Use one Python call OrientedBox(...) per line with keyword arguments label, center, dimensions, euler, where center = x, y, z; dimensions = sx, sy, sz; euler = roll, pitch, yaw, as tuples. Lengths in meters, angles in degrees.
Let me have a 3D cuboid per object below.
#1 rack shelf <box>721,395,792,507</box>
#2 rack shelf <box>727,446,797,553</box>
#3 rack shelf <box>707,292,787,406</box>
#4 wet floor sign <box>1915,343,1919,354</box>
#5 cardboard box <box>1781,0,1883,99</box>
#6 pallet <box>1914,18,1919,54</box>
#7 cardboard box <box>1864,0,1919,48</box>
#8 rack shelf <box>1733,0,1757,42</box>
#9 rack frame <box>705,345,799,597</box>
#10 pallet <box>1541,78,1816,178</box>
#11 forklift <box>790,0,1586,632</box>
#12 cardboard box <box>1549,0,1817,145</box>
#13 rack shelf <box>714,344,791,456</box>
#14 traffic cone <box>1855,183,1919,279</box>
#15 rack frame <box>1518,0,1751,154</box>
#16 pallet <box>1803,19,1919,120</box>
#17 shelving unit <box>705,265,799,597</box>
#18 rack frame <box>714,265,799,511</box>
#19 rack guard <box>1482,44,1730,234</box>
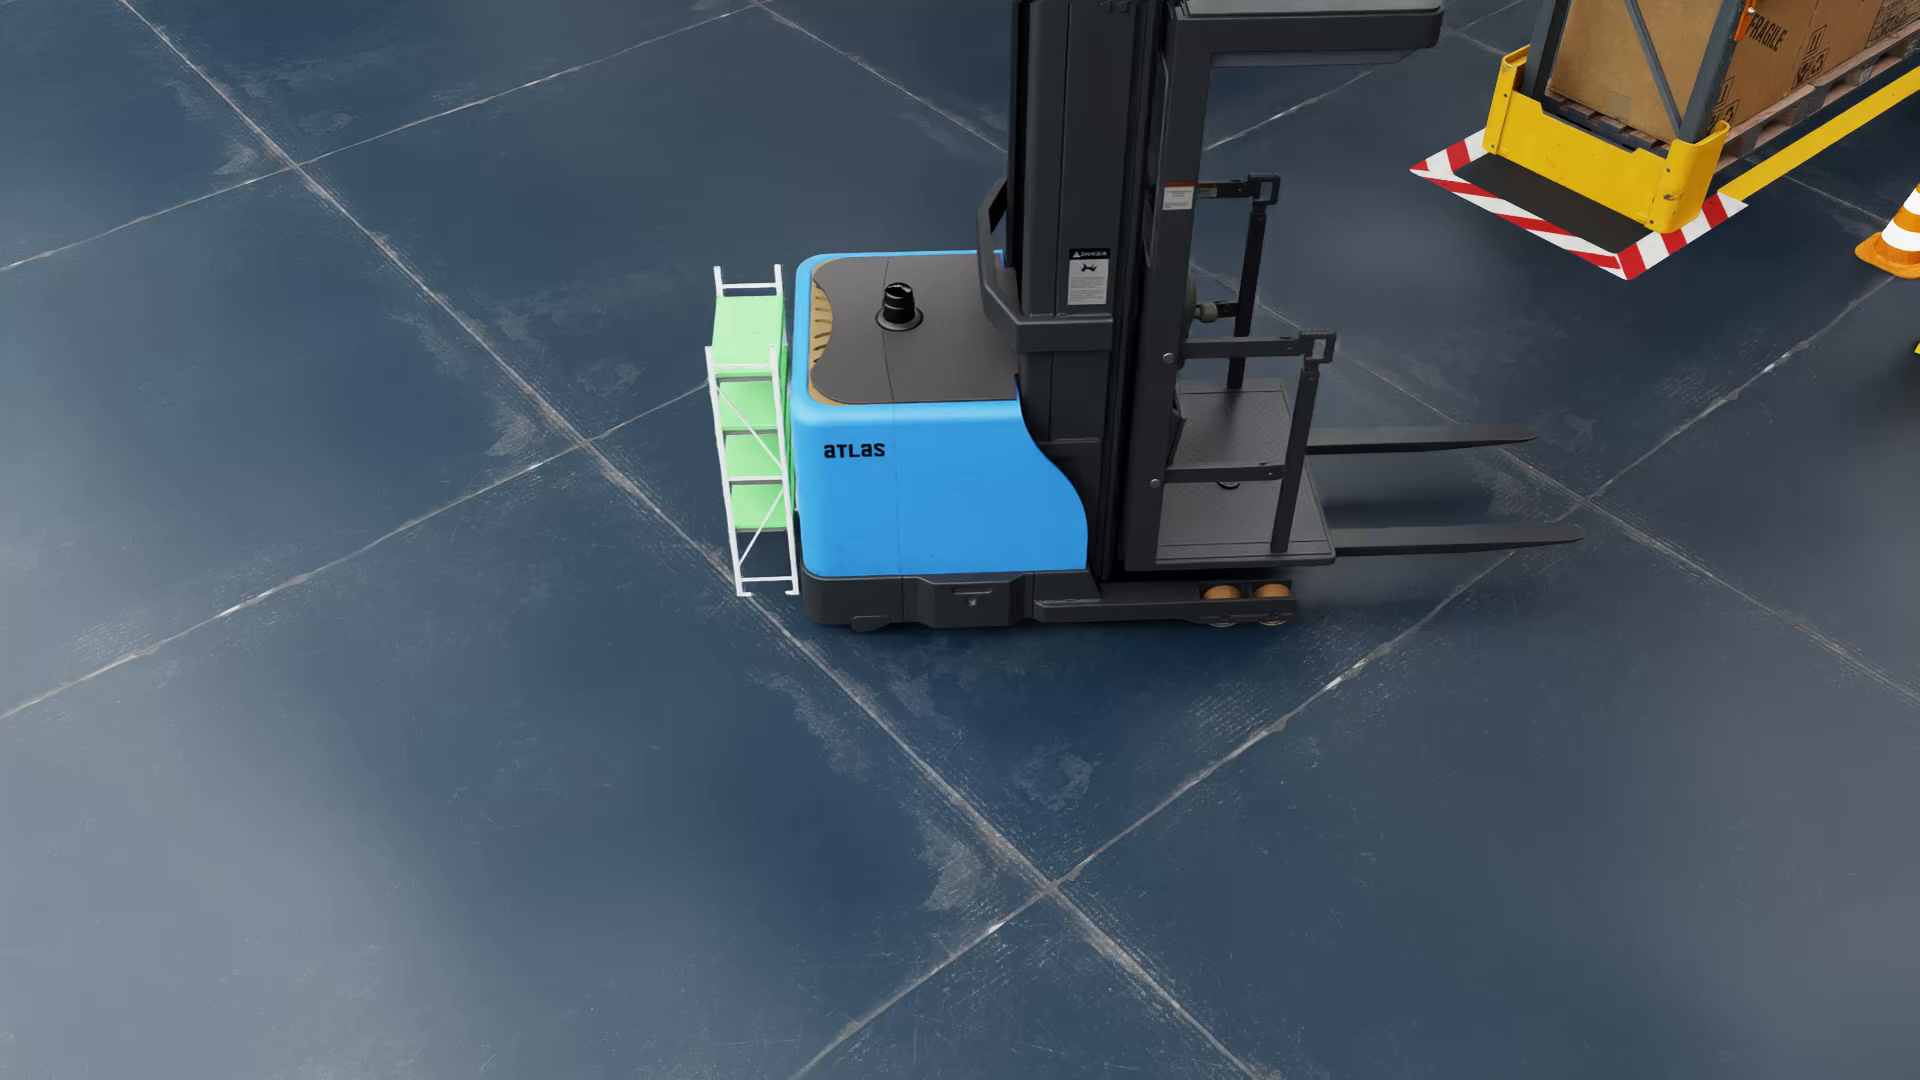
OrientedBox(label="rack shelf", center=(-0.763, -0.345, 6.334), dimensions=(0.258, 0.148, 0.480), euler=(-2, 43, -2))
OrientedBox(label="rack shelf", center=(-0.763, -0.170, 6.498), dimensions=(0.258, 0.148, 0.480), euler=(-2, 43, -2))
OrientedBox(label="rack shelf", center=(-0.764, -0.695, 6.005), dimensions=(0.258, 0.148, 0.480), euler=(-2, 43, -2))
OrientedBox(label="wet floor sign", center=(4.580, -1.103, 7.453), dimensions=(0.267, 0.644, 0.232), euler=(30, 51, 28))
OrientedBox(label="cardboard box", center=(4.483, -3.112, 9.118), dimensions=(0.875, 0.875, 0.875), euler=(-31, 51, -28))
OrientedBox(label="pallet", center=(5.766, -3.461, 10.281), dimensions=(1.213, 0.211, 1.003), euler=(-30, 51, -28))
OrientedBox(label="cardboard box", center=(5.183, -3.512, 9.543), dimensions=(0.875, 0.875, 0.875), euler=(-29, 51, -28))
OrientedBox(label="rack shelf", center=(4.866, -3.630, 8.949), dimensions=(4.000, 0.370, 1.077), euler=(-30, 51, -28))
OrientedBox(label="rack frame", center=(-0.752, -0.225, 6.113), dimensions=(0.240, 1.200, 0.015), euler=(-2, 43, -2))
OrientedBox(label="pallet", center=(3.895, -2.389, 9.140), dimensions=(1.213, 0.211, 1.003), euler=(-30, 51, -28))
OrientedBox(label="forklift", center=(0.896, -1.097, 5.777), dimensions=(3.031, 2.935, 1.130), euler=(-2, 43, -2))
OrientedBox(label="cardboard box", center=(3.809, -2.725, 8.706), dimensions=(0.875, 0.875, 0.875), euler=(-29, 51, -28))
OrientedBox(label="rack shelf", center=(-0.764, -0.520, 6.170), dimensions=(0.258, 0.148, 0.480), euler=(-2, 43, -2))
OrientedBox(label="traffic cone", center=(4.650, -1.577, 8.091), dimensions=(0.334, 0.463, 0.336), euler=(-30, 51, -28))
OrientedBox(label="rack frame", center=(3.332, -3.014, 7.768), dimensions=(0.127, 3.000, 1.000), euler=(-30, 51, -28))
OrientedBox(label="pallet", center=(4.830, -2.923, 9.708), dimensions=(1.213, 0.211, 1.003), euler=(-30, 51, -28))
OrientedBox(label="shelving unit", center=(-0.764, -0.391, 6.290), dimensions=(0.258, 1.200, 0.503), euler=(-2, 43, -2))
OrientedBox(label="rack frame", center=(-0.775, -0.558, 6.468), dimensions=(0.240, 1.200, 0.015), euler=(-2, 43, -2))
OrientedBox(label="rack guard", center=(3.313, -2.092, 8.612), dimensions=(0.348, 0.500, 1.175), euler=(-30, 51, -28))
